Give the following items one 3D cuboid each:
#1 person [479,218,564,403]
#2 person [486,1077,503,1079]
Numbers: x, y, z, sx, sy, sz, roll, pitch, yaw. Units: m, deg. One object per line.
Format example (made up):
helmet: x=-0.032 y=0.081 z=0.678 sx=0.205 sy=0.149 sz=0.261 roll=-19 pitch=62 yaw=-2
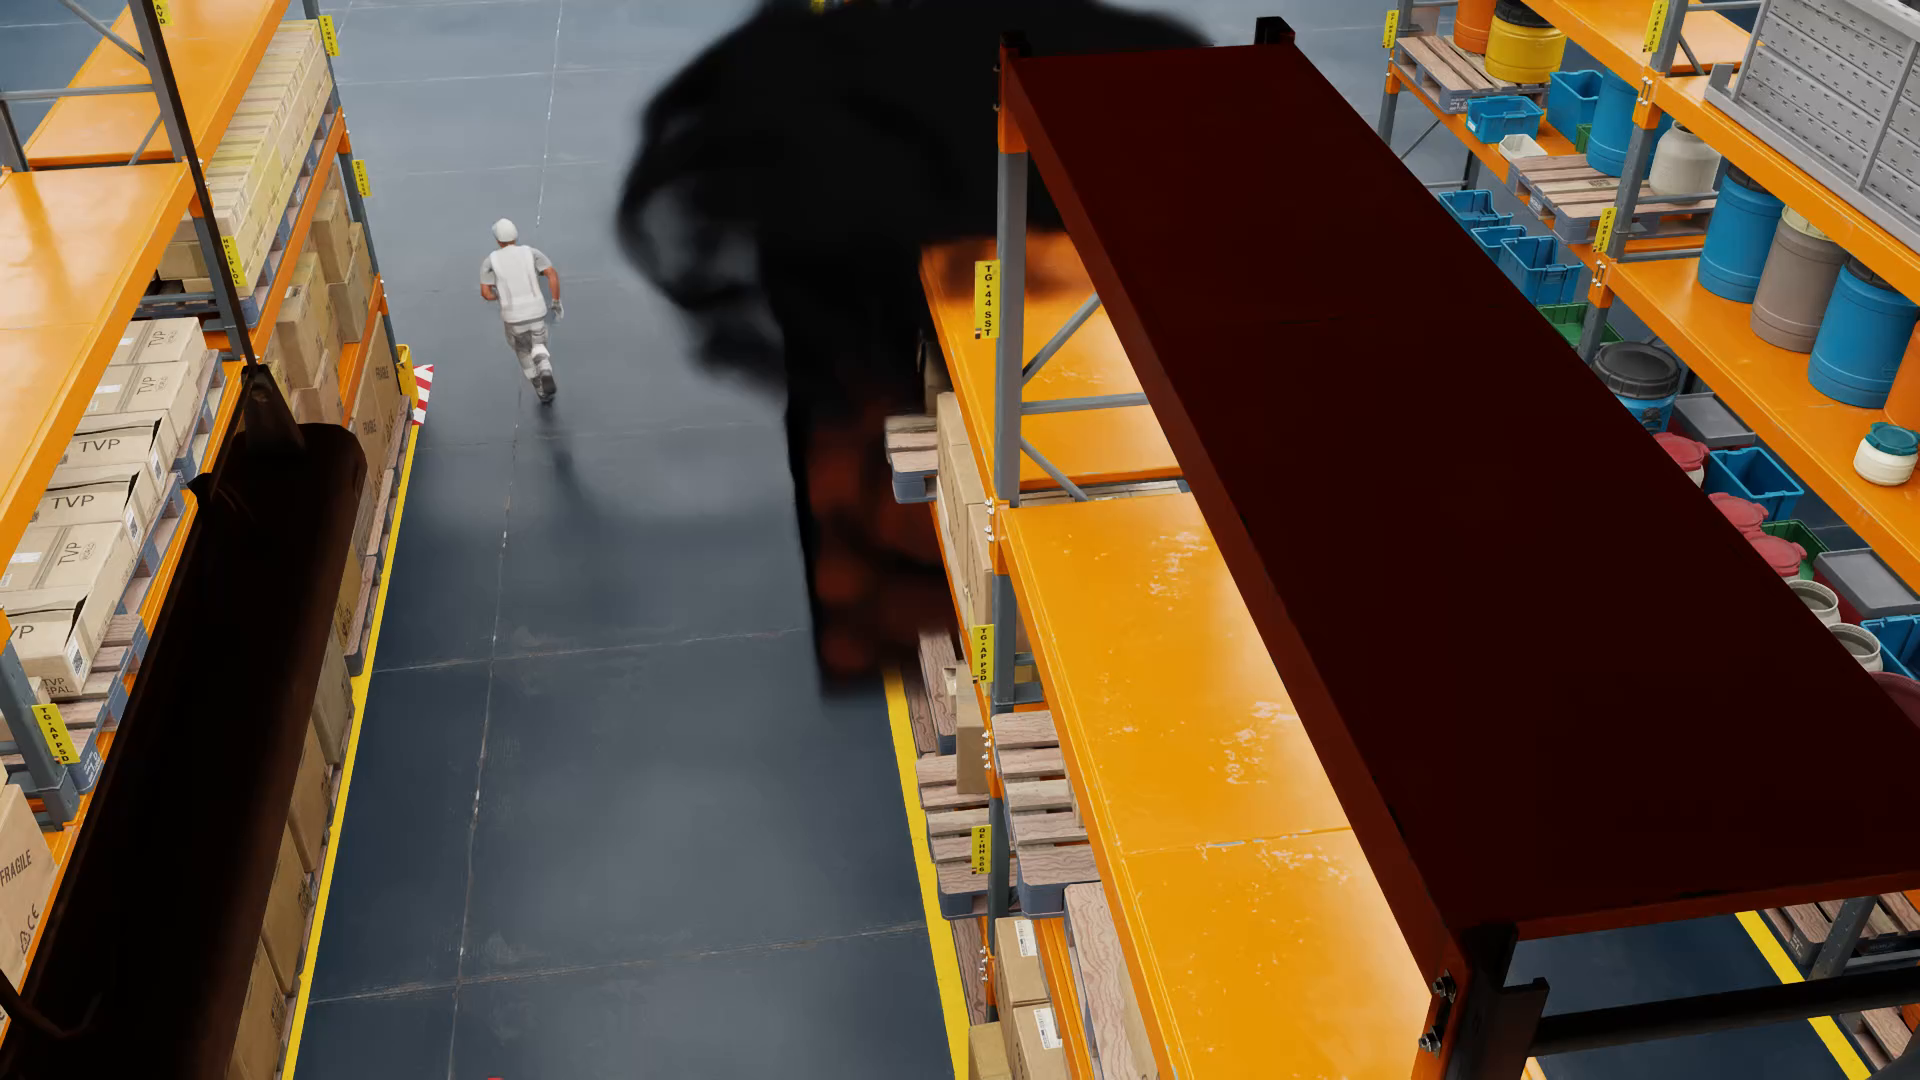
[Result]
person: x=-3.843 y=-1.963 z=14.714 sx=0.654 sy=1.712 sz=0.777 roll=-19 pitch=40 yaw=-24
person: x=-2.031 y=3.142 z=7.706 sx=0.655 sy=1.774 sz=0.845 roll=-5 pitch=37 yaw=-7
